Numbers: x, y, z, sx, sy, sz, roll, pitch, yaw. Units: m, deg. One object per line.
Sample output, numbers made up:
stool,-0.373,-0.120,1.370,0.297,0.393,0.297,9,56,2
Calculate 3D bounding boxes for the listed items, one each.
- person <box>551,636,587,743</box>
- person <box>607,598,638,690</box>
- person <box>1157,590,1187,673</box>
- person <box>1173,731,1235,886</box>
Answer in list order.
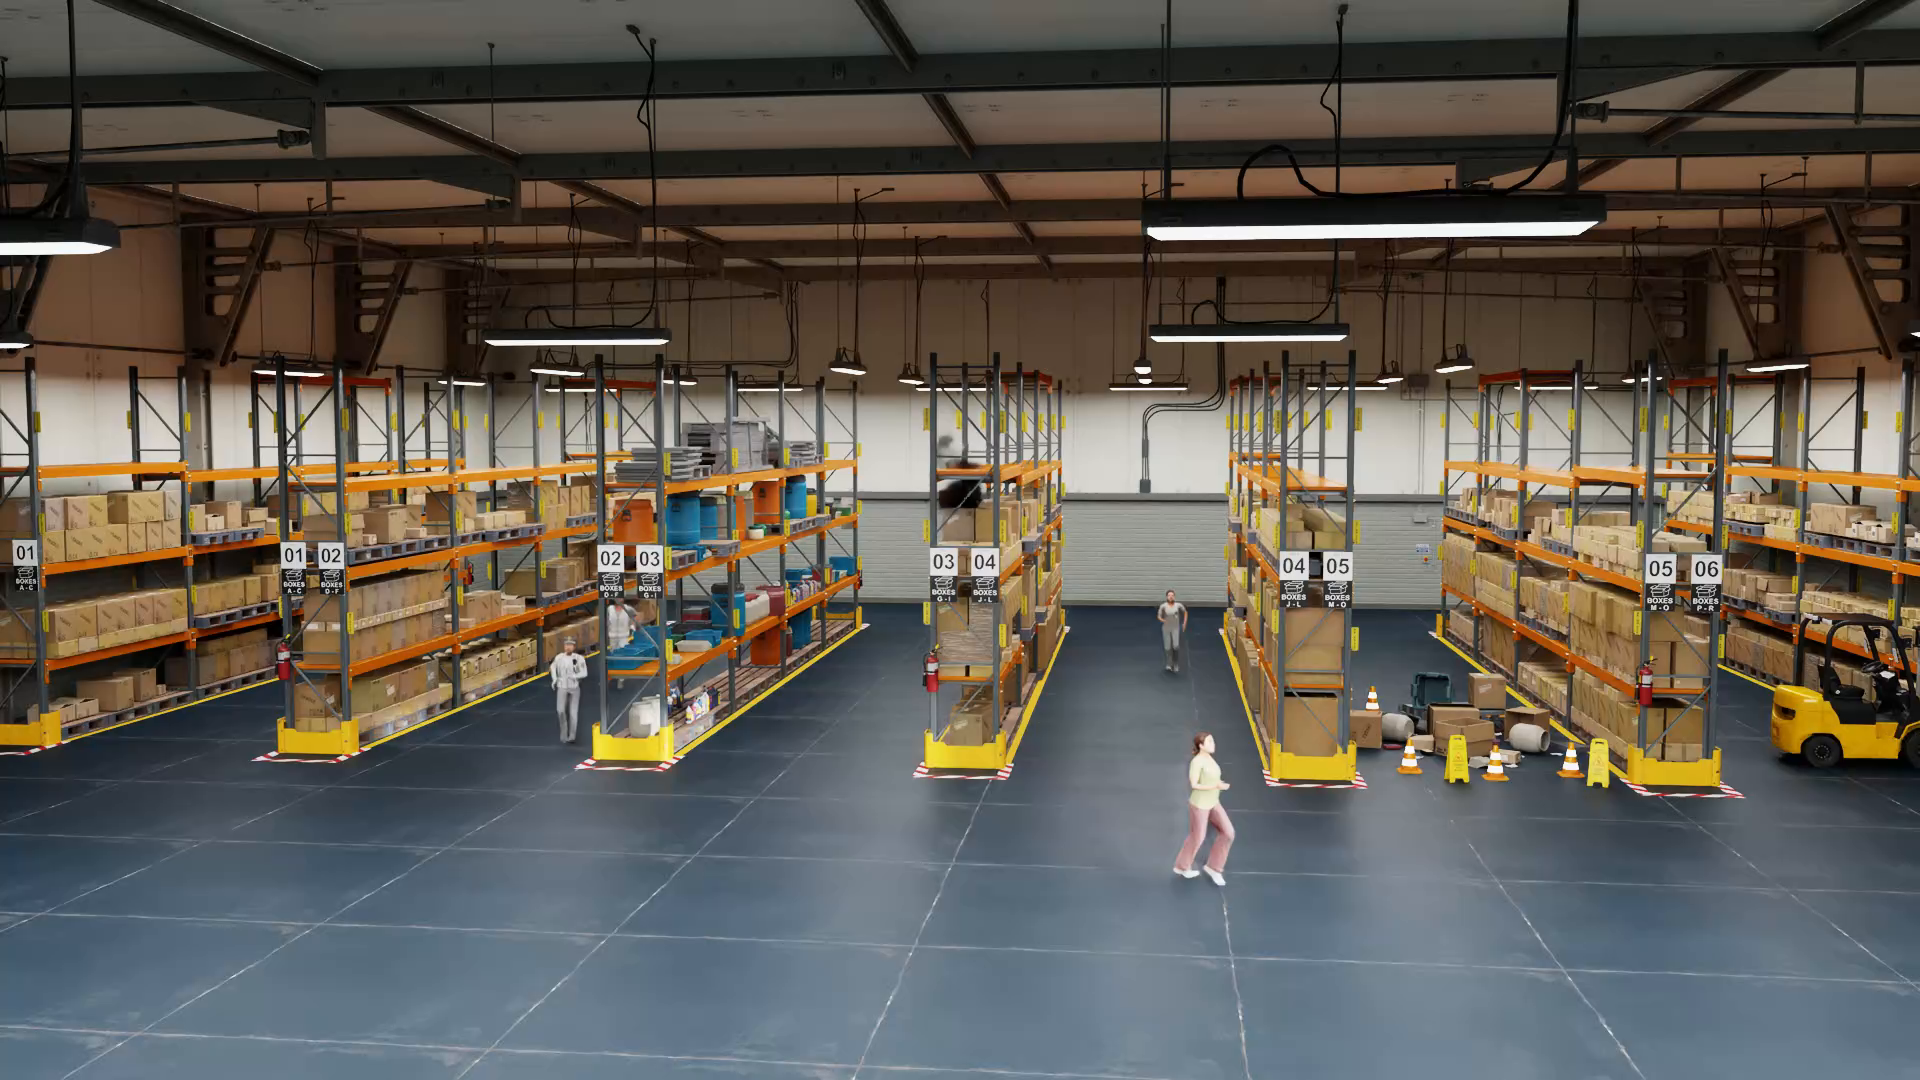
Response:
person,-6.100,2.325,25.893,0.598,1.665,0.611,0,4,-6
person,-6.443,1.863,31.391,0.648,1.809,0.920,0,4,-1
person,4.235,1.832,33.200,0.592,1.678,0.664,1,4,7
person,2.631,2.905,17.982,0.711,1.710,0.556,3,5,38
